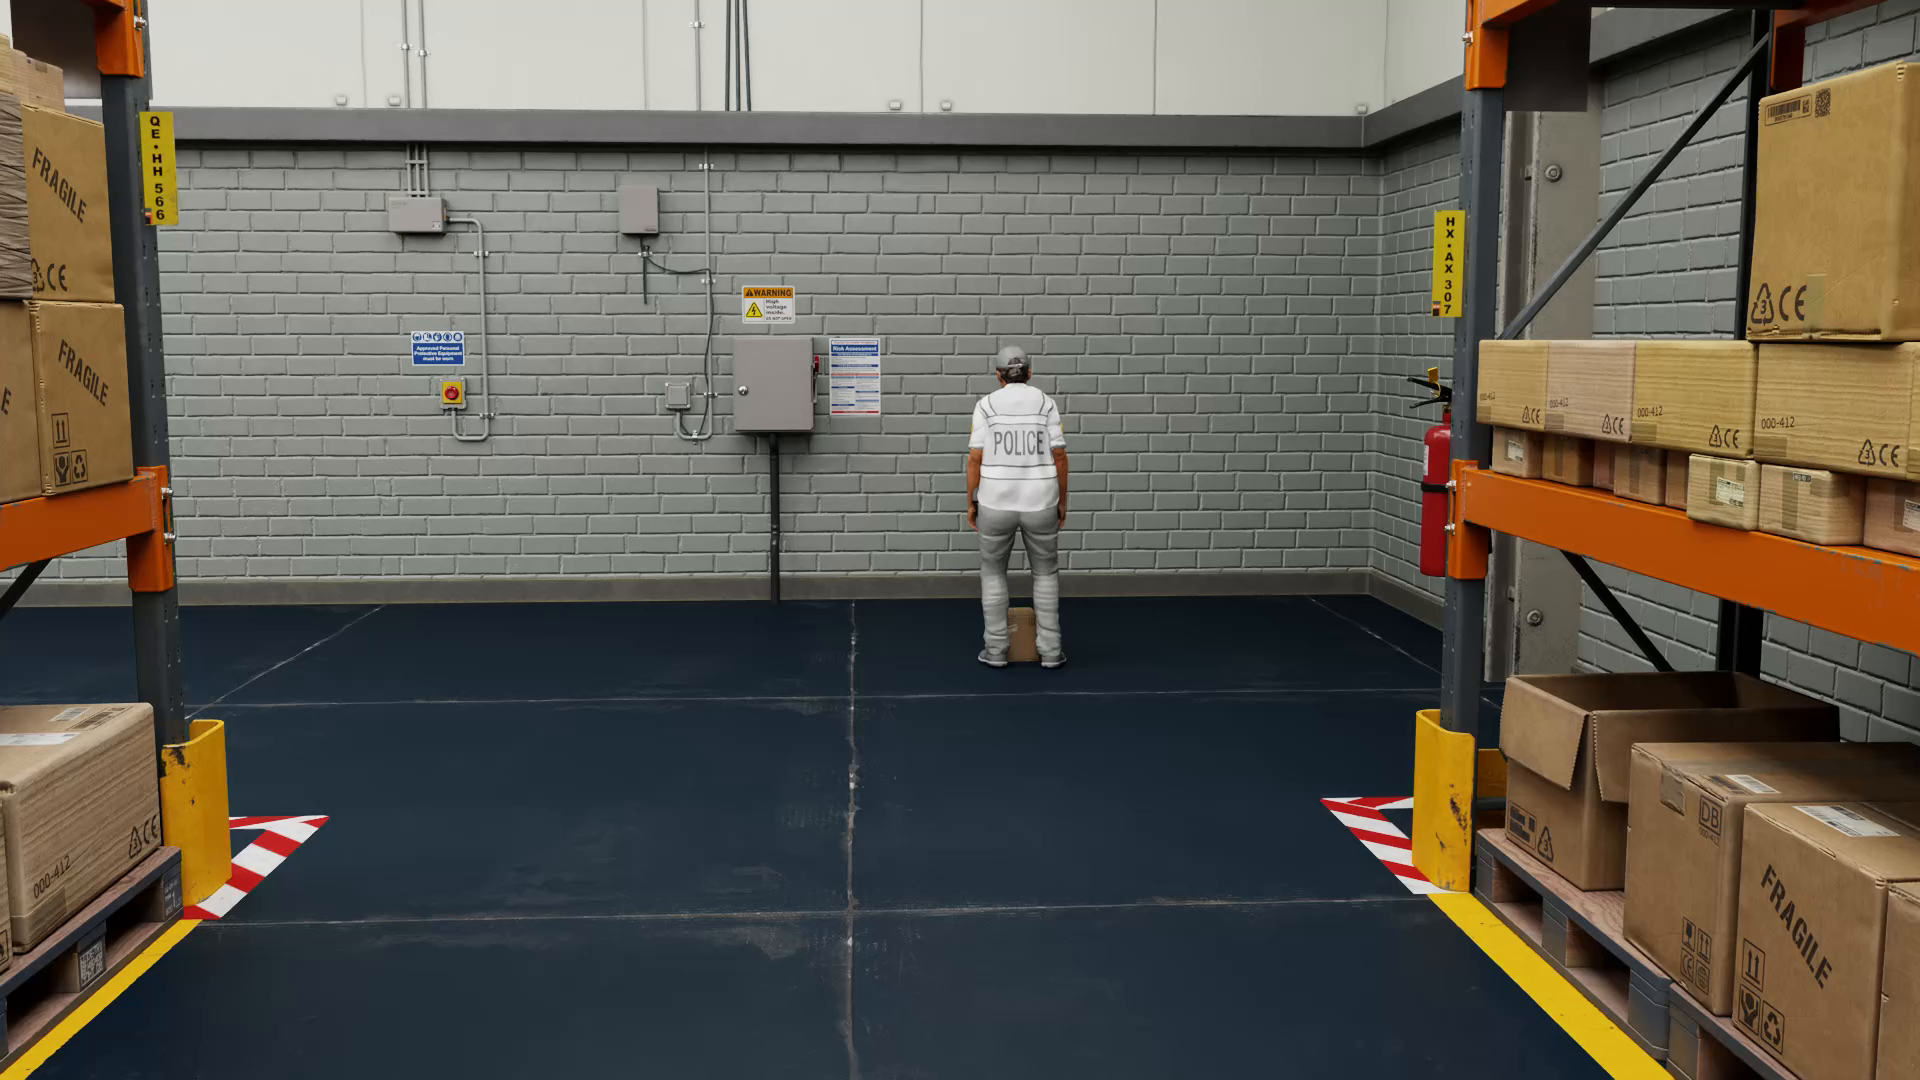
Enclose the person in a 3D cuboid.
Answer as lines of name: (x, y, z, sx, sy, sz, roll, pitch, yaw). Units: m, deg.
person: (0.300, -0.169, 8.608, 0.538, 1.666, 0.465, 0, 7, -3)
